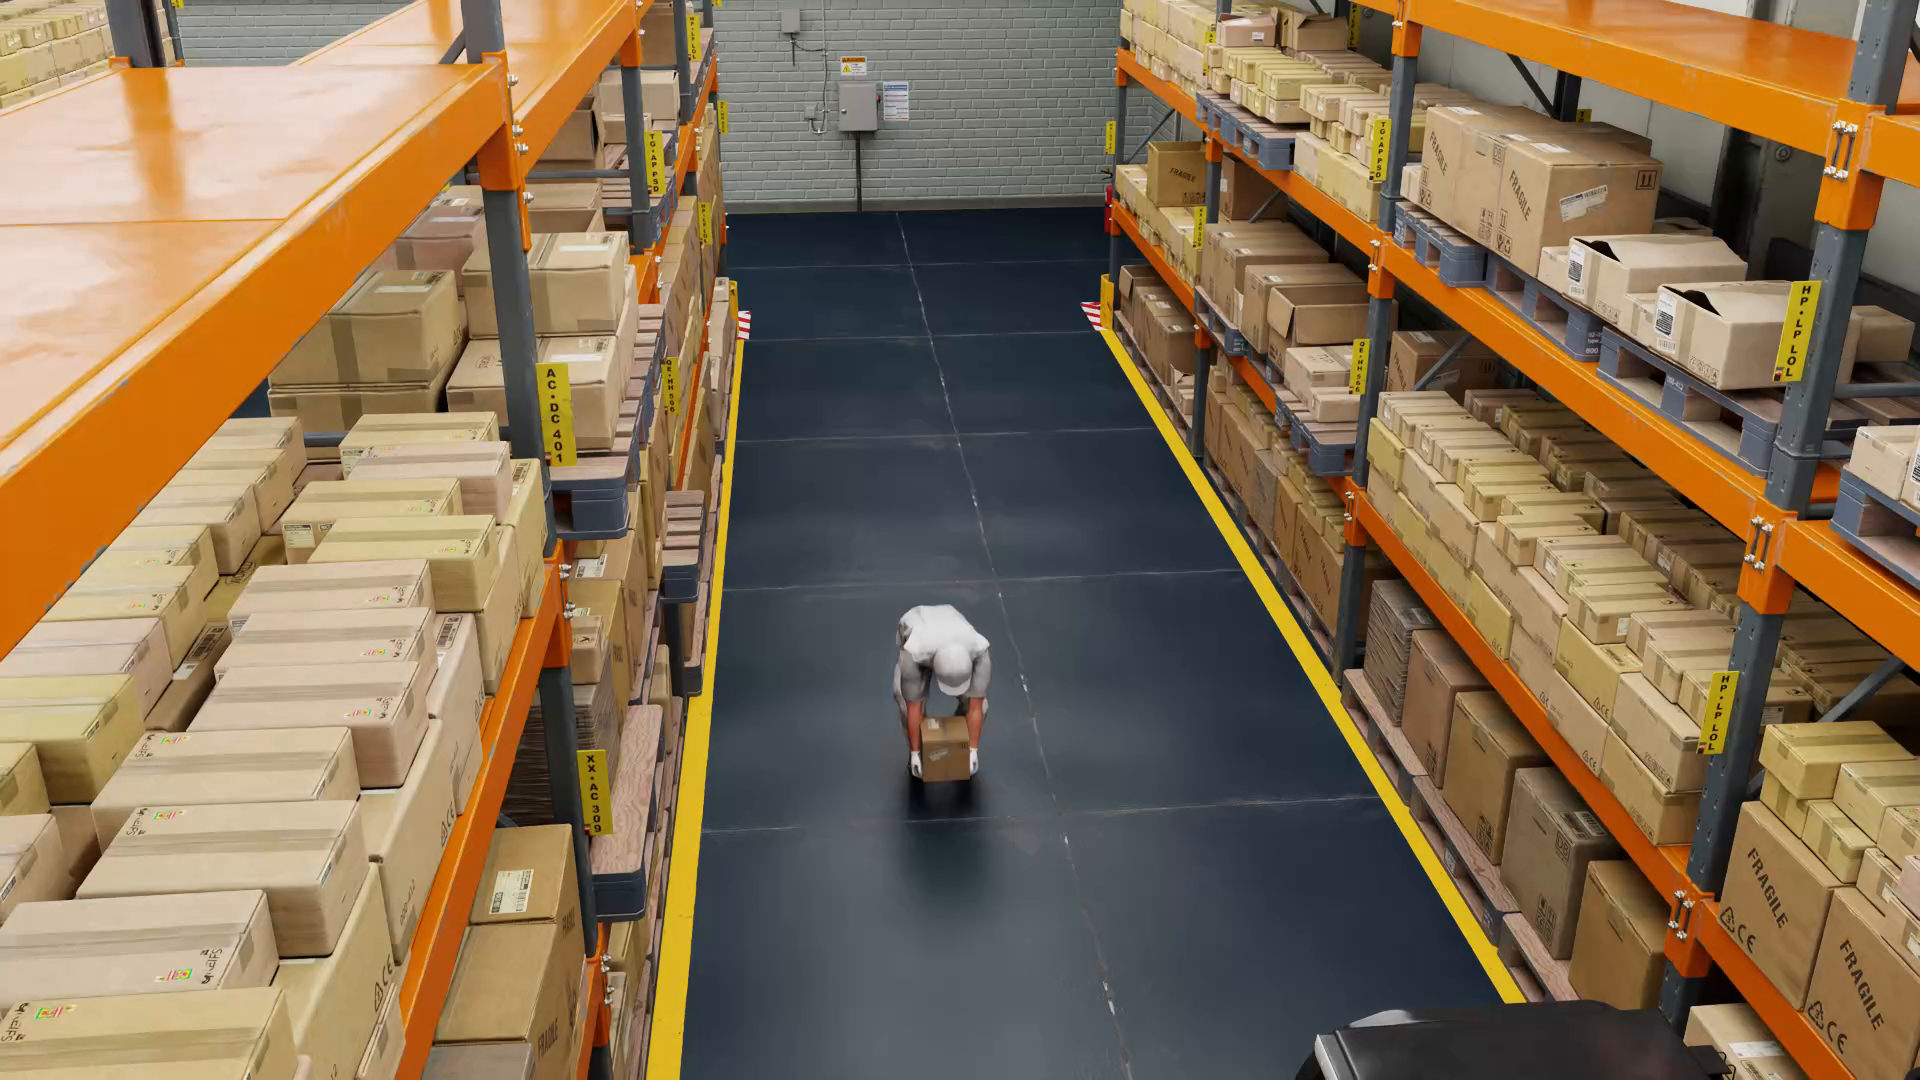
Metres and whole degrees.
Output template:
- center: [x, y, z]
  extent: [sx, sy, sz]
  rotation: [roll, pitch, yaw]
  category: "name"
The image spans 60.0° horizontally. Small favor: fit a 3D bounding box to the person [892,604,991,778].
- center: [-0.097, 0.849, 9.122]
  extent: [0.530, 0.988, 0.950]
  rotation: [-3, 24, -7]
  category: "person"
